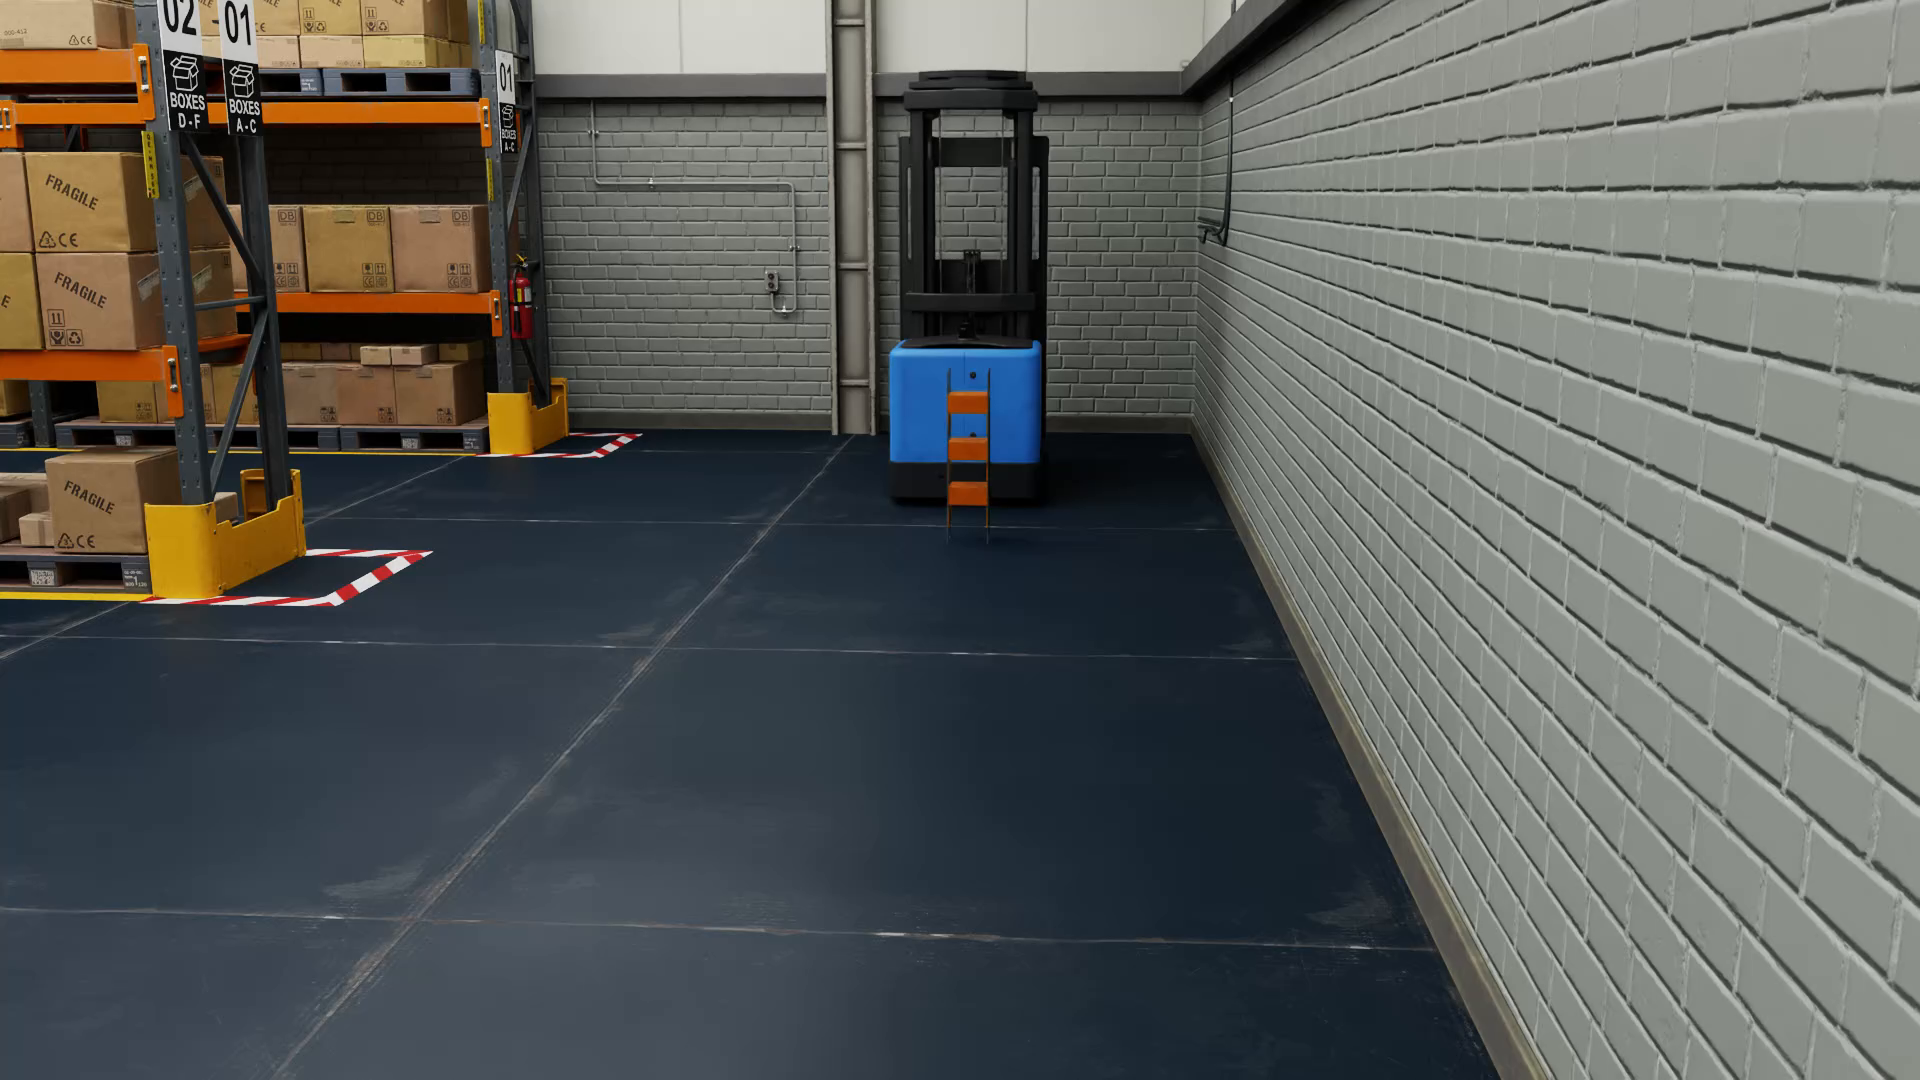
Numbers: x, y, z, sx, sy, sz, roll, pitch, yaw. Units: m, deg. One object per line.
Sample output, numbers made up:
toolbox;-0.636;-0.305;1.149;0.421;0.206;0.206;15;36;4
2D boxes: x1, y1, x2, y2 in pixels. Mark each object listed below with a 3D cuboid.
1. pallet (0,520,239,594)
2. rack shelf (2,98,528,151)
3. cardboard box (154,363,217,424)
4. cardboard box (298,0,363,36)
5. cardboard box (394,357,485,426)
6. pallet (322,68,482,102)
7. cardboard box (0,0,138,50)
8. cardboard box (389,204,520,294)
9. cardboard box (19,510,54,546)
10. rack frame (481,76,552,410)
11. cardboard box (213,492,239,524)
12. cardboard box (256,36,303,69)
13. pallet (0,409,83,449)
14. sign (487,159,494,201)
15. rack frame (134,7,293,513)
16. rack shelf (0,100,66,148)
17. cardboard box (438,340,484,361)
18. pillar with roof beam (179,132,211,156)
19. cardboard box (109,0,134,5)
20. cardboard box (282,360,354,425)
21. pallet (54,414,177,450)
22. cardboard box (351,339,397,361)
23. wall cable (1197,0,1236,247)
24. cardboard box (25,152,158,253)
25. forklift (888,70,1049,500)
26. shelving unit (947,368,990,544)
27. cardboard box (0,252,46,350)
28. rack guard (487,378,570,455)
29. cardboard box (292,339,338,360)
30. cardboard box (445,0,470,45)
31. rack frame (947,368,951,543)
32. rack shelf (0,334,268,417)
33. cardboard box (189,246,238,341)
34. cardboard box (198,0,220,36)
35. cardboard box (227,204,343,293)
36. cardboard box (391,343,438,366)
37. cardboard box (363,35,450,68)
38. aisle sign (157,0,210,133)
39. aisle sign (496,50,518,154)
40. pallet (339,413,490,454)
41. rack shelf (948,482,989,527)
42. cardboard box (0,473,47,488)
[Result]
pallet;-4.878;0.077;9.383;1.213;0.211;1.003;1;12;4
rack shelf;-5.675;-3.431;13.777;4.000;0.370;1.077;1;12;4
cardboard box;-6.430;-1.286;14.169;0.500;0.500;0.700;1;12;3
cardboard box;-4.927;-4.268;13.283;0.500;0.500;0.500;1;12;5
cardboard box;-4.385;-1.259;14.041;0.500;0.500;0.700;1;12;4
pallet;-4.420;-3.721;13.620;1.213;0.211;1.003;1;12;4
cardboard box;-4.537;-2.624;8.526;0.500;0.250;0.500;1;12;4
cardboard box;-4.189;-2.440;13.872;0.700;0.700;0.980;1;12;6
cardboard box;-4.964;-0.085;9.196;0.250;0.166;0.380;1;12;4
rack frame;-3.680;-2.288;13.879;0.127;3.000;1.000;1;12;4
cardboard box;-4.402;-0.172;9.651;0.250;0.149;0.380;1;12;4
cardboard box;-5.467;-3.906;13.385;0.500;0.250;0.500;0;12;2
pallet;-8.446;-0.973;14.403;1.213;0.211;1.003;1;12;4
sign;-3.730;-2.860;13.208;0.005;0.325;0.100;1;12;4
rack frame;-4.007;-1.276;9.041;0.127;3.000;1.000;1;12;4
rack shelf;-9.666;-3.486;14.038;4.000;0.370;1.077;1;12;4
cardboard box;-4.247;-1.616;14.161;0.250;0.149;0.380;1;12;4
pillar with roof beam;-7.202;-4.567;10.121;0.400;9.000;9.100;1;12;4
cardboard box;-4.536;-2.870;8.483;0.500;0.250;0.500;1;12;4
cardboard box;-5.386;-1.273;14.105;0.500;0.500;0.700;0;12;2
pallet;-6.917;-0.951;14.300;1.213;0.211;1.003;1;12;4
cardboard box;-5.002;-1.626;14.210;0.250;0.149;0.380;1;12;4
wall cable;1.940;-3.554;12.864;0.112;2.526;3.097;1;12;4
cardboard box;-4.469;-1.764;8.689;0.500;0.500;0.500;1;12;3
forklift;0.112;-1.958;12.469;1.130;2.935;3.031;1;12;3
shelving unit;0.053;-0.513;10.157;0.252;1.050;0.215;1;12;4
cardboard box;-4.990;-1.282;8.825;0.500;0.500;0.500;1;12;4
rack guard;-3.656;-1.064;14.134;0.348;0.500;1.175;1;12;4
cardboard box;-5.512;-1.633;14.242;0.250;0.149;0.380;1;12;4
cardboard box;-4.392;-4.364;13.741;0.500;0.500;0.500;0;12;2
rack frame;-0.068;-0.515;10.165;0.008;1.050;0.200;1;12;4
rack shelf;-6.002;-0.951;9.246;4.000;0.370;1.077;1;12;4
cardboard box;-4.432;-1.385;9.318;0.500;0.500;0.500;1;12;5
cardboard box;-5.971;-4.281;13.344;0.500;0.500;0.500;1;12;4
cardboard box;-5.676;-2.460;13.968;0.700;0.700;0.980;0;12;1
cardboard box;-4.525;-1.541;13.805;0.250;0.149;0.380;1;12;3
cardboard box;-4.428;-3.893;13.323;0.500;0.250;0.500;1;12;5
aisle sign;-3.959;-2.485;8.472;0.004;0.787;0.394;1;12;4
aisle sign;-3.628;-3.498;13.316;0.004;0.787;0.394;1;12;4
pallet;-4.483;-0.918;14.141;1.213;0.211;1.003;1;12;4
rack shelf;0.053;-0.231;10.216;0.240;0.259;0.215;1;12;4
cardboard box;-5.528;-0.224;9.656;0.500;0.250;0.500;1;12;4
